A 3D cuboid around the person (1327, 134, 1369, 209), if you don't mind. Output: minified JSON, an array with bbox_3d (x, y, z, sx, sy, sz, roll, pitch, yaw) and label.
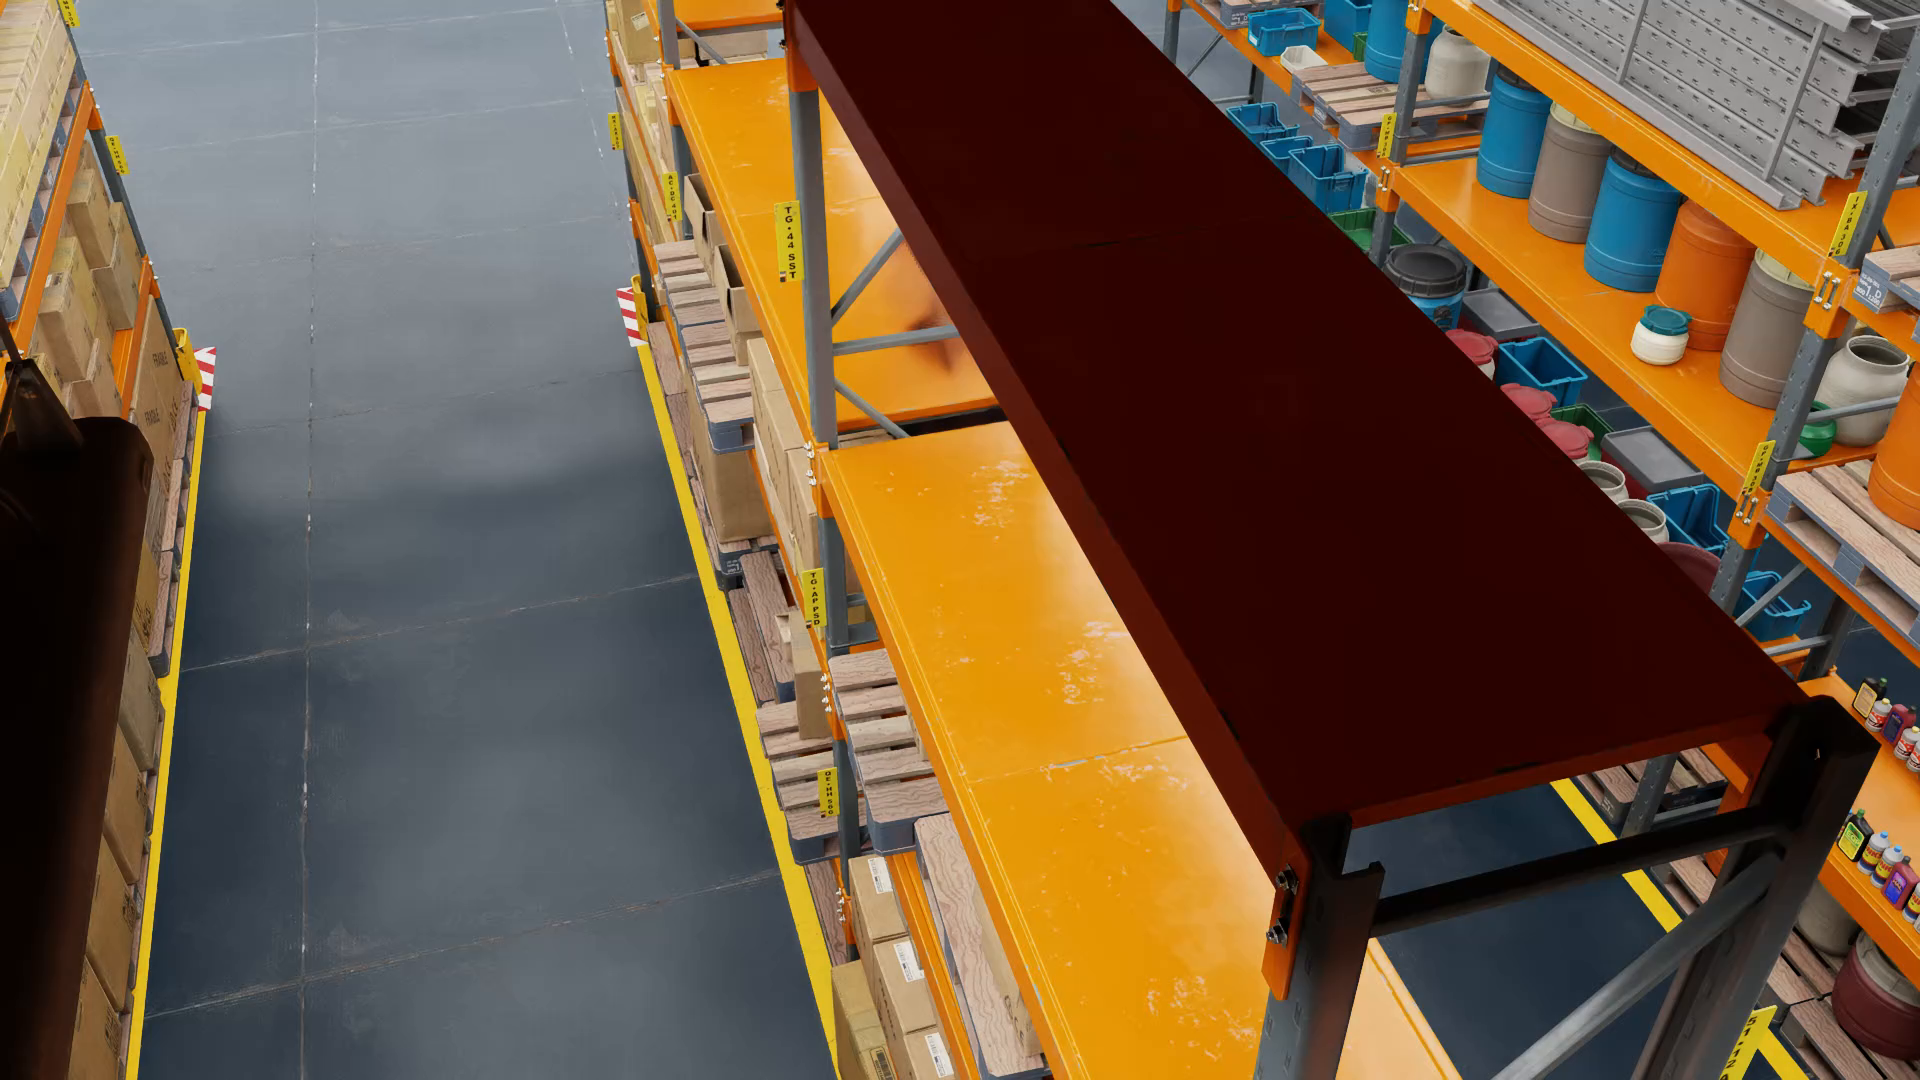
[{"bbox_3d":[3.763,-3.719,16.168,0.769,1.714,0.561,-17,41,-20],"label":"person"}]
